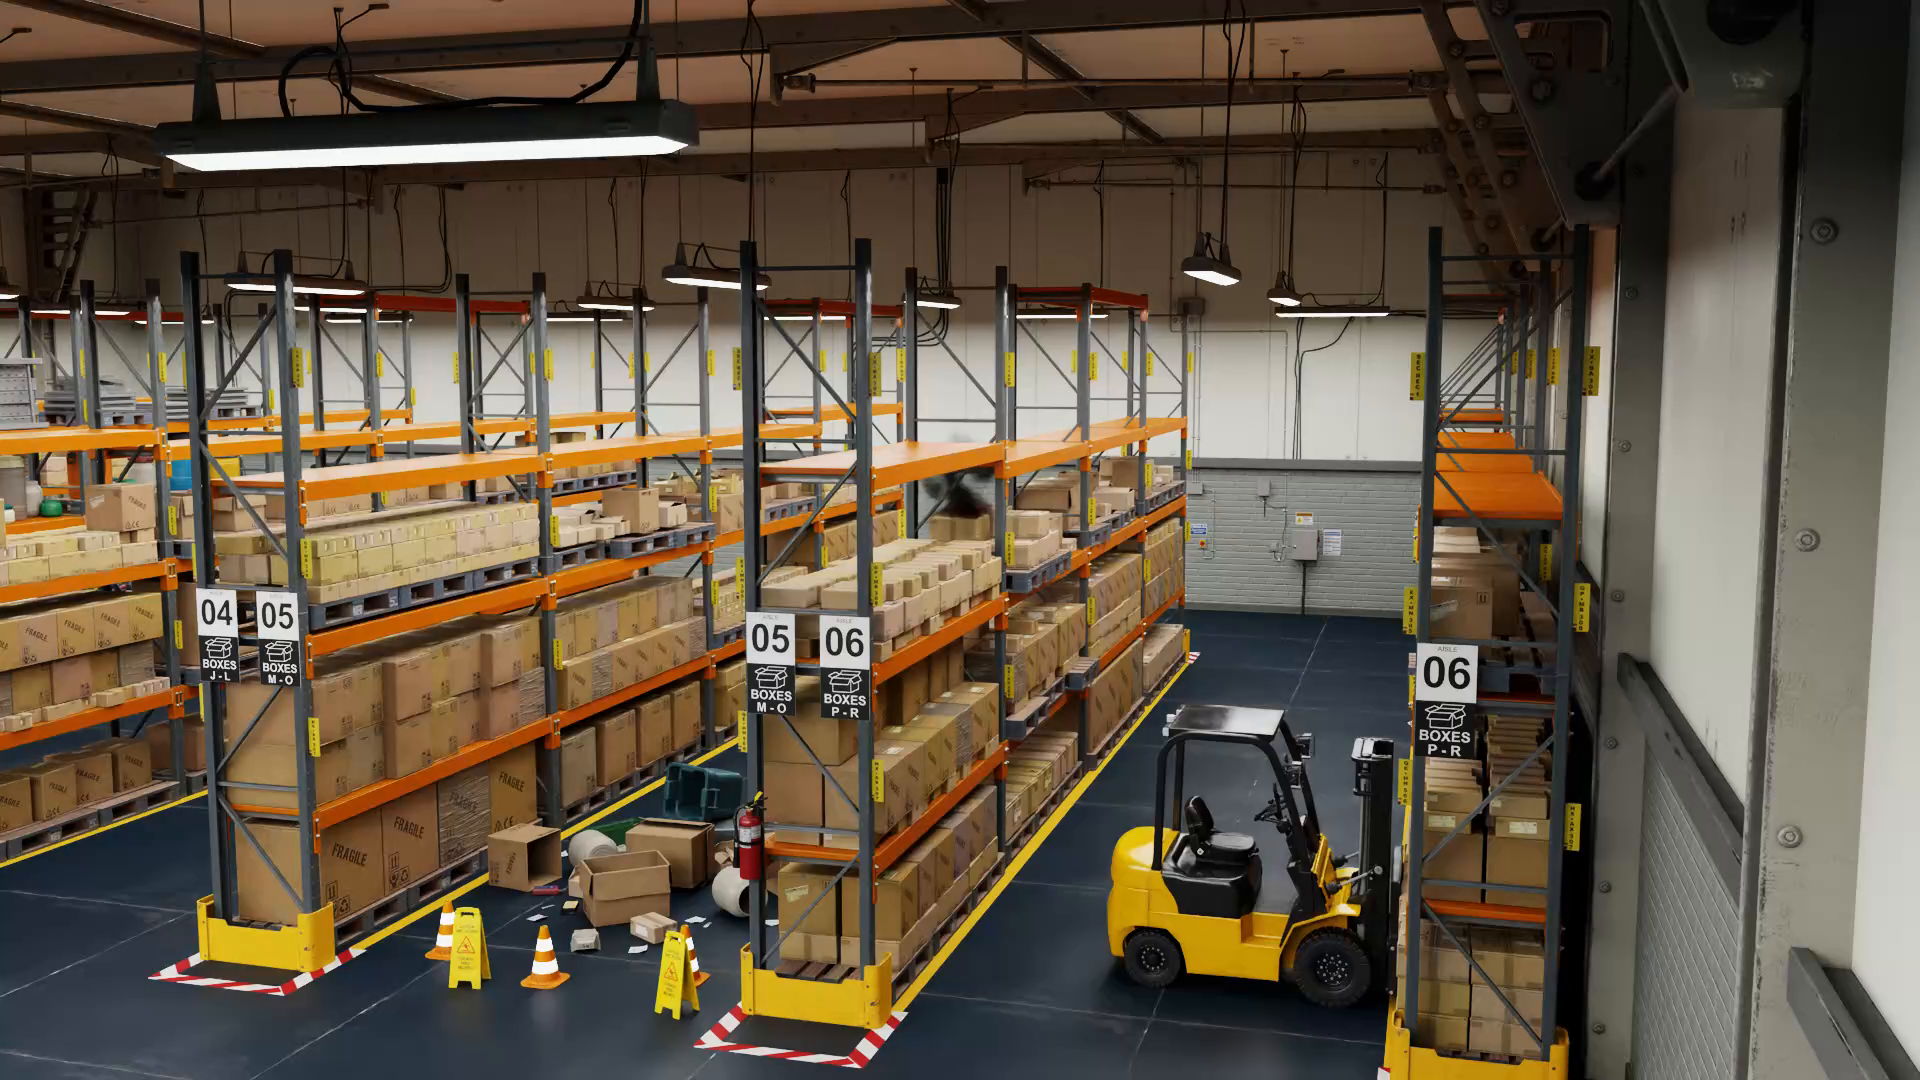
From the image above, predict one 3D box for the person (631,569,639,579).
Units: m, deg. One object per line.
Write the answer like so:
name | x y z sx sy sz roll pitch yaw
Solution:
person | -5.311 1.278 27.414 0.529 1.699 0.740 1 7 10
